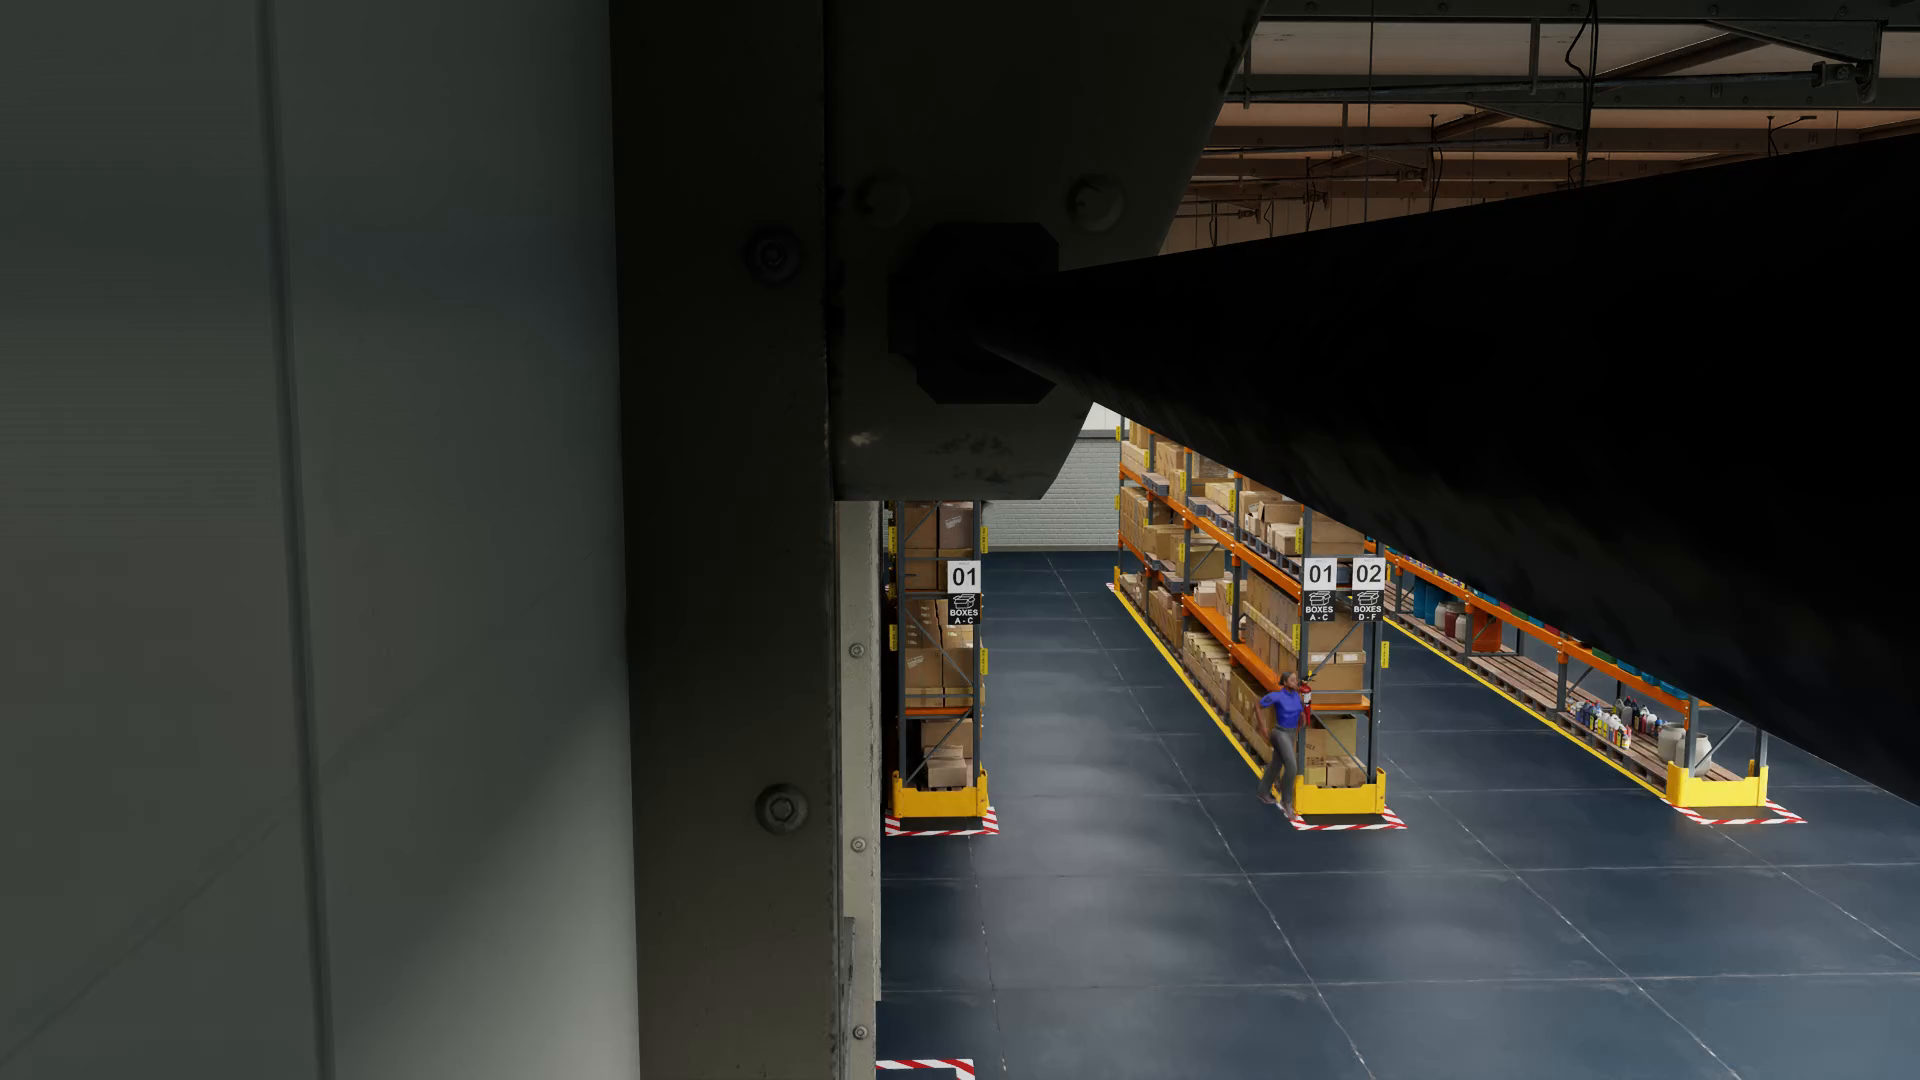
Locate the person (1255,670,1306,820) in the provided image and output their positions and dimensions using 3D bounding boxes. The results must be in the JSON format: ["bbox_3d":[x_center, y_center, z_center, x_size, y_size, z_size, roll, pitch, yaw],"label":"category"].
[{"bbox_3d":[3.854,2.412,19.831,0.623,1.730,0.600,7,11,41],"label":"person"}]
